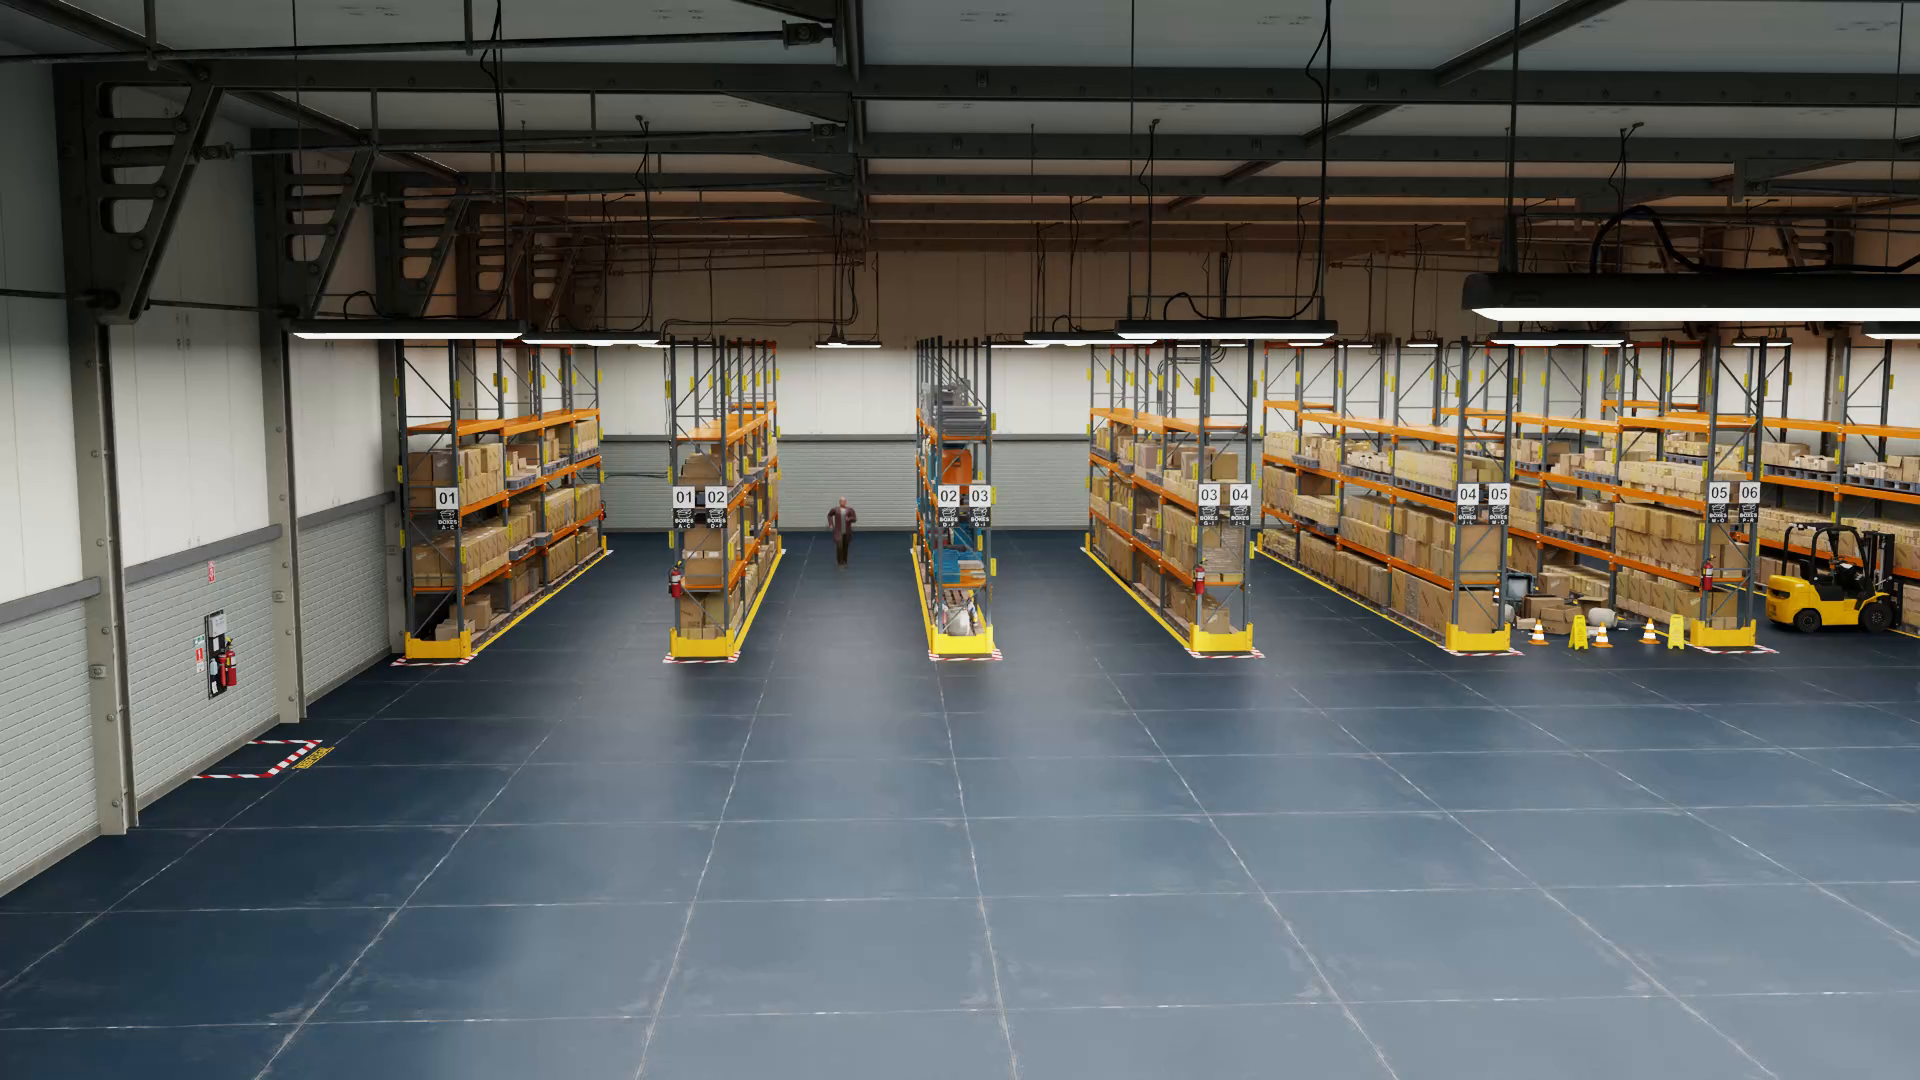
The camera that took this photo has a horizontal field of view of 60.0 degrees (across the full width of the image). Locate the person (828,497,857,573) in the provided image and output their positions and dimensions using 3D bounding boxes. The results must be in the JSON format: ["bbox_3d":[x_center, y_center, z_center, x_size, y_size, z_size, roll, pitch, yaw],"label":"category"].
[{"bbox_3d":[-2.912,-0.152,41.372,0.677,1.858,0.856,-2,7,-14],"label":"person"}]

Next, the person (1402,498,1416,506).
[{"bbox_3d":[13.304,-0.730,49.468,0.886,1.675,0.714,1,7,6],"label":"person"}]
